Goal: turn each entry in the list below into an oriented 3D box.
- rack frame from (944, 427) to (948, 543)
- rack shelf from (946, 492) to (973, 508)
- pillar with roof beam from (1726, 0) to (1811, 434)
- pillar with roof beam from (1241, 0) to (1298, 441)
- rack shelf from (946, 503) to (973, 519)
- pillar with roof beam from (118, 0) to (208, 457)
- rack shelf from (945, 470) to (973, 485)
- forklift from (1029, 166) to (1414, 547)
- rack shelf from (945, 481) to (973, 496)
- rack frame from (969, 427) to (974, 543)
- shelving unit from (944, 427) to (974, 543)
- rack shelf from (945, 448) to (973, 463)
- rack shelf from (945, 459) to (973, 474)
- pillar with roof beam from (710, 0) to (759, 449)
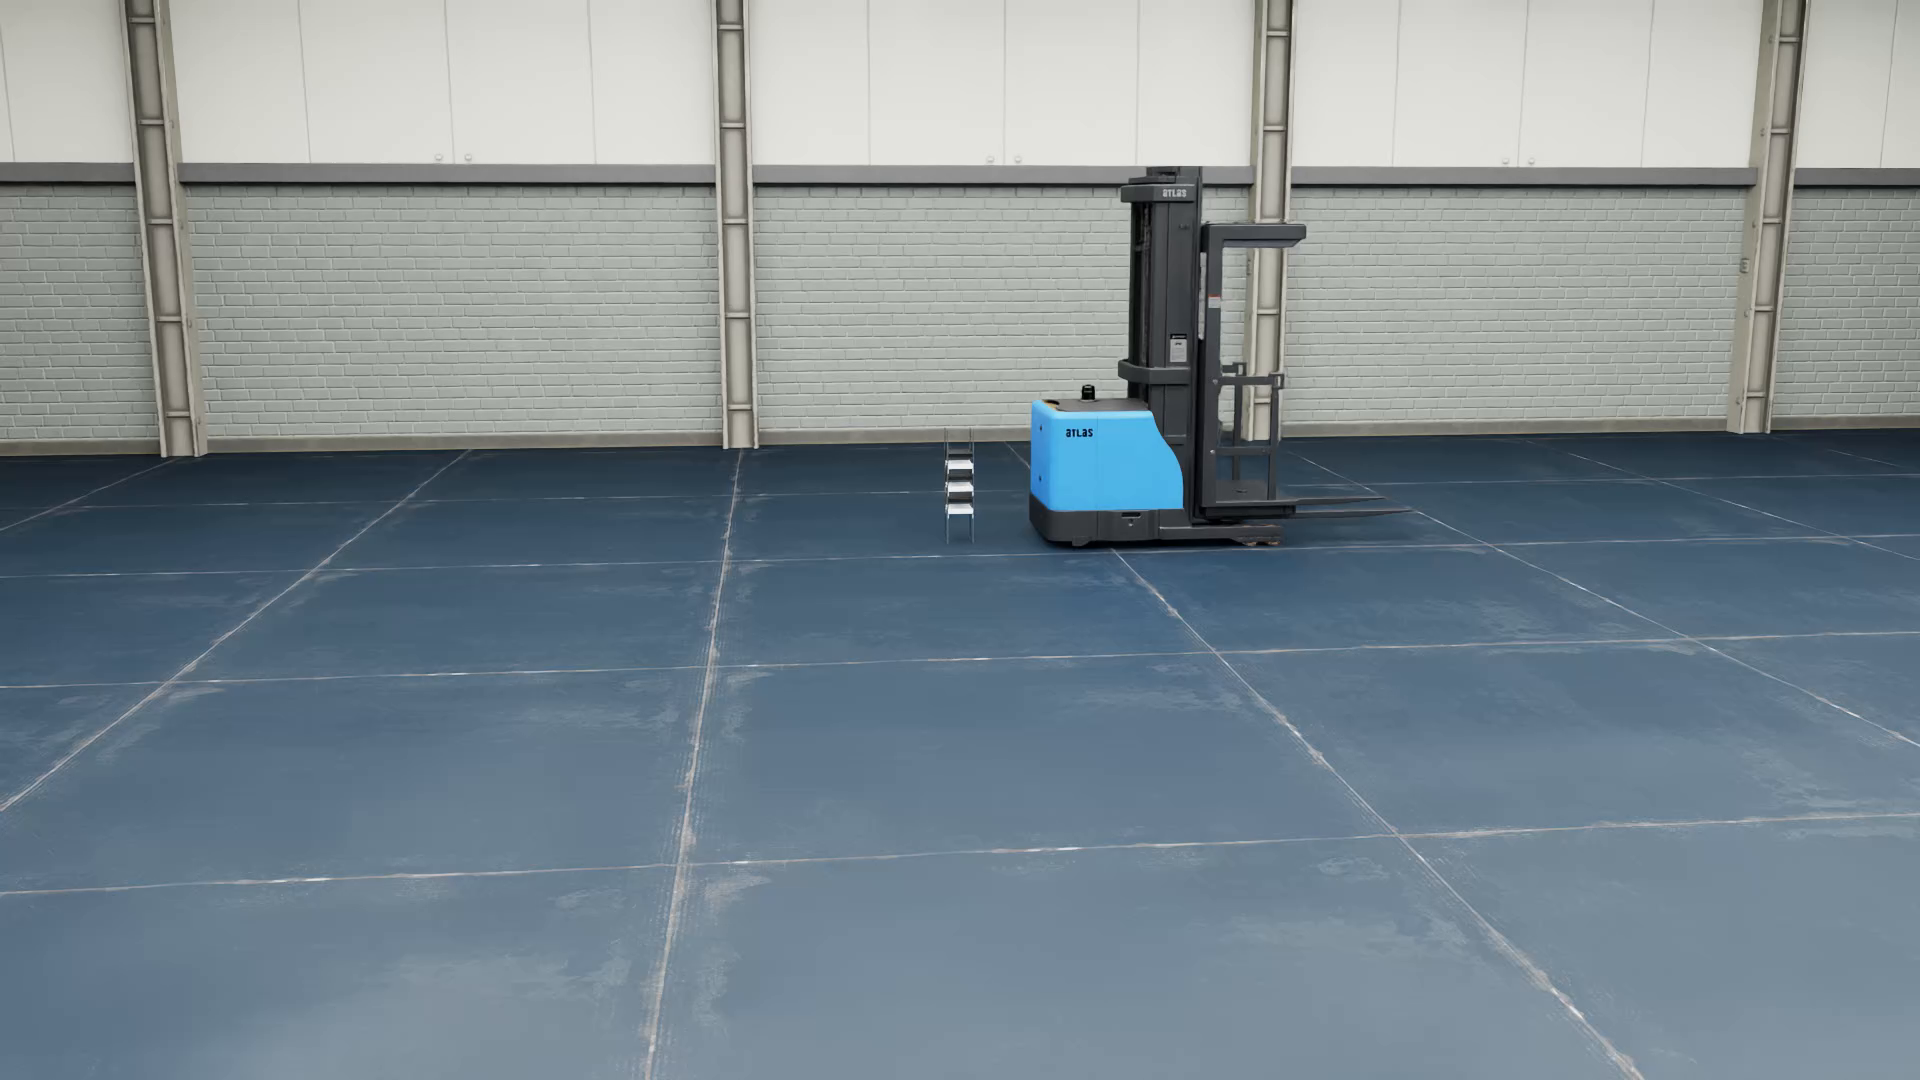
[{"bbox_3d":[-0.109,-0.439,13.270,0.006,0.900,0.240,-1,11,-6],"label":"rack frame"},{"bbox_3d":[-0.008,-0.320,13.304,0.200,0.077,0.258,-1,11,-6],"label":"rack shelf"},{"bbox_3d":[9.932,-4.892,14.921,0.400,9.000,9.100,-1,11,-6],"label":"pillar with roof beam"},{"bbox_3d":[3.967,-4.767,14.286,0.400,9.000,9.100,-1,11,-6],"label":"pillar with roof beam"},{"bbox_3d":[-0.008,-0.232,13.322,0.200,0.077,0.258,-1,11,-6],"label":"rack shelf"},{"bbox_3d":[-7.963,-4.517,13.014,0.400,9.000,9.100,-1,11,-6],"label":"pillar with roof beam"},{"bbox_3d":[-0.008,-0.497,13.269,0.200,0.077,0.258,-1,11,-6],"label":"rack shelf"},{"bbox_3d":[2.131,-1.489,13.343,3.031,2.935,1.130,-1,11,-7],"label":"forklift"},{"bbox_3d":[-0.008,-0.409,13.287,0.200,0.077,0.258,-1,11,-6],"label":"rack shelf"},{"bbox_3d":[0.093,-0.443,13.291,0.006,0.900,0.240,-1,11,-6],"label":"rack frame"},{"bbox_3d":[-0.008,-0.441,13.280,0.210,0.900,0.258,-1,11,-6],"label":"shelving unit"},{"bbox_3d":[-0.008,-0.674,13.235,0.200,0.077,0.258,-1,11,-6],"label":"rack shelf"},{"bbox_3d":[-0.008,-0.585,13.252,0.200,0.077,0.258,-1,11,-6],"label":"rack shelf"},{"bbox_3d":[-1.998,-4.642,13.650,0.400,9.000,9.100,-1,11,-6],"label":"pillar with roof beam"}]
